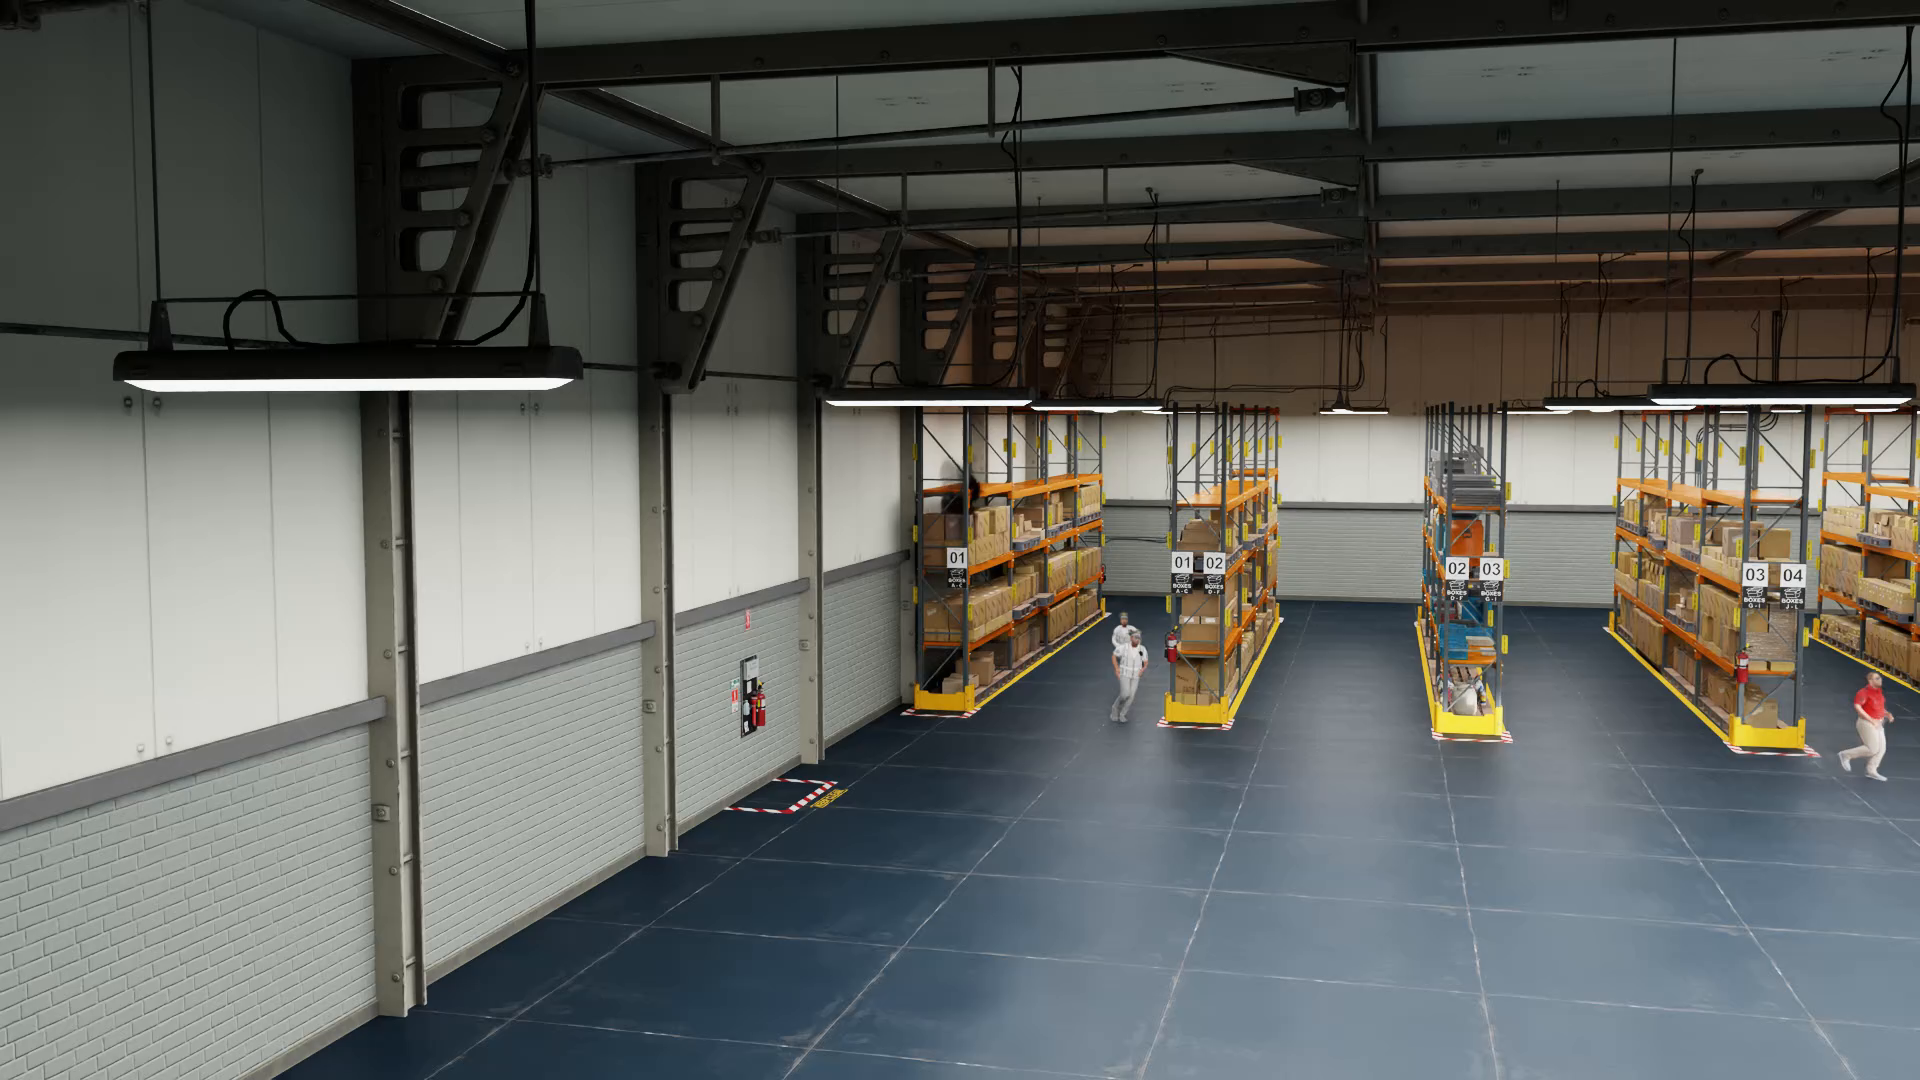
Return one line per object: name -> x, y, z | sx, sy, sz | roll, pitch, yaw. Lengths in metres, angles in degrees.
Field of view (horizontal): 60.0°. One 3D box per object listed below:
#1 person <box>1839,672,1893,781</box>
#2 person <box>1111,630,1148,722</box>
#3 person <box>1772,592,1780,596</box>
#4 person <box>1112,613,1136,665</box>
person -> 14.438, 2.938, 26.415 | 0.661, 1.708, 0.606 | -3, 5, -38
person -> 3.205, 2.554, 31.209 | 0.708, 1.731, 0.579 | -1, 4, -14
person -> 21.541, 1.639, 44.150 | 0.526, 1.682, 0.779 | -2, 5, -25
person -> 3.439, 2.336, 34.604 | 0.589, 1.648, 0.528 | 1, 4, 13
